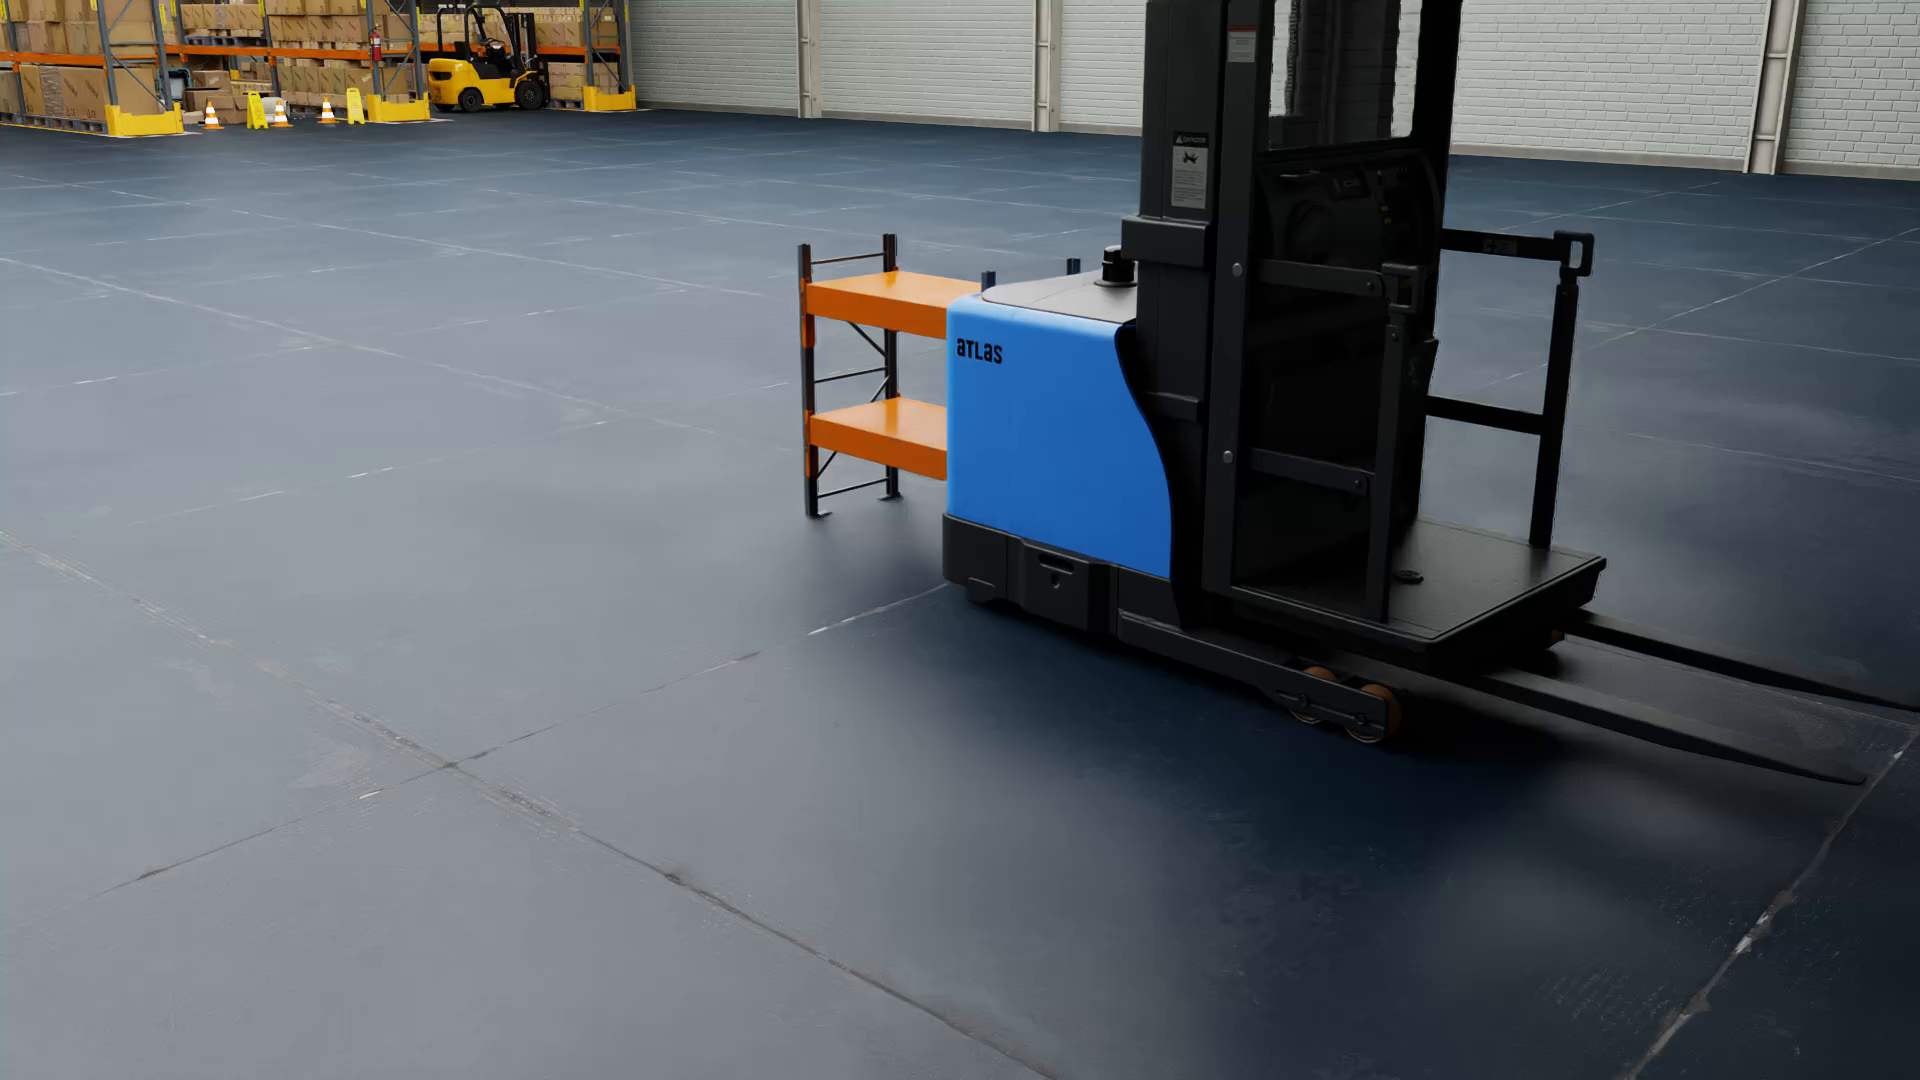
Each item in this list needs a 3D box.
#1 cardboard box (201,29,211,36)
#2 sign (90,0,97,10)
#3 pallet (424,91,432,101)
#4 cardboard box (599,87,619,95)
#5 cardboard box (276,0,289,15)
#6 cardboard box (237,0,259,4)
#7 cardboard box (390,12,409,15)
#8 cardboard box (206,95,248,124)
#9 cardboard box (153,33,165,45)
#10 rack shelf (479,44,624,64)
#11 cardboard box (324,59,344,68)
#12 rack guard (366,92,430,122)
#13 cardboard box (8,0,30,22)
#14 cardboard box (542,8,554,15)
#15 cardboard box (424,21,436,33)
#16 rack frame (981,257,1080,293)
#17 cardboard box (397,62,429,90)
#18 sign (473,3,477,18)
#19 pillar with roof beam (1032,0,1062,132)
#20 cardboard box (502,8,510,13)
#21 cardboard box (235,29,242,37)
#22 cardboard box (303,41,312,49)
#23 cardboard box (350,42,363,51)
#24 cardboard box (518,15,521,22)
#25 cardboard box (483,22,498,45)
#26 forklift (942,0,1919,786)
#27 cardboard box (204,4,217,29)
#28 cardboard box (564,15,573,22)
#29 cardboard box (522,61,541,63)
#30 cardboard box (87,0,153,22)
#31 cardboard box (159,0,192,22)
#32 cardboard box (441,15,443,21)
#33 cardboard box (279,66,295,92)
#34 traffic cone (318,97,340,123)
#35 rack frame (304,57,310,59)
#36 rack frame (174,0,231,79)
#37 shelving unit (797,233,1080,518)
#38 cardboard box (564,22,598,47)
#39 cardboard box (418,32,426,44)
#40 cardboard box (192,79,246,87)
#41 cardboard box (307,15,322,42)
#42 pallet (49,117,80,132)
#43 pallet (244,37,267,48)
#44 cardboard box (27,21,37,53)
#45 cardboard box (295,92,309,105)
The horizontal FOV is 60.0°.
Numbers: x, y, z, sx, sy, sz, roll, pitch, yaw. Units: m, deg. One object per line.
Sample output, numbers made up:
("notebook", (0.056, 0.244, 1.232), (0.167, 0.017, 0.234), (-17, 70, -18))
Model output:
("cardboard box", (-16.144, -10.969, 35.937), (0.250, 0.149, 0.380), (15, 23, 40))
("sign", (-14.416, -8.984, 27.655), (0.005, 0.325, 0.100), (15, 23, 39))
("pallet", (-12.029, -10.561, 39.540), (1.213, 0.211, 1.003), (15, 23, 39))
("cardboard box", (-7.781, -9.735, 36.180), (0.500, 0.250, 0.500), (15, 23, 39))
("cardboard box", (-13.274, -10.803, 33.384), (0.500, 0.500, 0.700), (15, 23, 40))
("cardboard box", (-14.846, -11.258, 34.704), (0.250, 0.149, 0.380), (14, 22, 38))
("cardboard box", (-13.808, -12.696, 40.798), (0.500, 0.500, 0.500), (16, 24, 42))
("cardboard box", (-13.829, -8.169, 31.521), (0.637, 0.503, 0.797), (0, 18, 2))
("cardboard box", (-17.762, -11.256, 37.368), (0.500, 0.250, 0.500), (16, 23, 40))
("rack shelf", (-9.039, -10.762, 36.752), (4.000, 0.370, 1.077), (15, 23, 39))
("cardboard box", (-12.308, -9.400, 32.812), (0.250, 0.149, 0.380), (16, 24, 42))
("rack guard", (-10.892, -8.403, 32.263), (0.348, 0.500, 1.175), (15, 23, 39))
("cardboard box", (-16.784, -9.746, 30.331), (0.550, 0.550, 0.875), (15, 23, 39))
("cardboard box", (-8.775, -11.409, 35.872), (0.250, 0.149, 0.380), (16, 23, 41))
("cardboard box", (-12.205, -12.025, 38.965), (0.500, 0.250, 0.500), (15, 23, 40))
("rack frame", (0.262, -0.465, 6.218), (0.500, 1.125, 0.032), (-17, 24, -42))
("cardboard box", (-13.069, -11.249, 40.330), (0.625, 0.625, 0.875), (16, 24, 41))
("sign", (-10.888, -11.896, 37.352), (0.005, 0.325, 0.100), (15, 23, 39))
("pillar with roof beam", (-1.348, -10.523, 24.892), (0.400, 9.000, 9.100), (15, 23, 39))
("cardboard box", (-9.917, -11.717, 36.845), (0.250, 0.149, 0.380), (16, 23, 40))
("cardboard box", (-14.990, -10.655, 34.946), (0.250, 0.149, 0.380), (15, 23, 40))
("cardboard box", (-12.854, -9.868, 33.162), (0.250, 0.149, 0.380), (15, 23, 40))
("cardboard box", (-11.520, -9.512, 32.040), (0.250, 0.149, 0.380), (15, 23, 39))
("cardboard box", (-9.533, -11.476, 36.576), (0.250, 0.149, 0.380), (14, 22, 38))
("cardboard box", (-10.376, -11.406, 37.426), (0.500, 0.500, 0.500), (14, 22, 38))
("forklift", (1.336, -0.990, 4.885), (3.031, 2.935, 1.130), (17, 24, 42))
("cardboard box", (-15.840, -11.224, 35.669), (0.500, 0.500, 0.500), (16, 23, 40))
("cardboard box", (-8.199, -11.111, 35.425), (0.250, 0.149, 0.380), (16, 23, 40))
("cardboard box", (-9.626, -10.502, 36.943), (0.500, 0.250, 0.500), (16, 24, 41))
("cardboard box", (-14.297, -9.108, 28.320), (0.550, 0.550, 0.875), (15, 23, 39))
("cardboard box", (-17.379, -11.754, 36.872), (0.500, 0.500, 0.500), (14, 23, 38))
("cardboard box", (-11.913, -12.131, 38.640), (0.250, 0.149, 0.380), (15, 23, 40))
("cardboard box", (-13.565, -9.450, 34.041), (0.500, 0.500, 0.500), (16, 24, 42))
("traffic cone", (-12.013, -8.165, 31.573), (0.334, 0.463, 0.336), (15, 23, 39))
("rack frame", (-16.518, -13.112, 42.970), (0.127, 3.000, 1.000), (15, 23, 39))
("rack frame", (-16.819, -11.186, 36.898), (0.127, 3.000, 1.000), (15, 23, 39))
("shelving unit", (-0.097, -0.574, 6.561), (0.538, 1.125, 1.048), (-17, 24, -42))
("cardboard box", (-8.086, -10.790, 35.487), (0.500, 0.500, 0.500), (14, 23, 38))
("cardboard box", (-12.594, -11.889, 39.364), (0.500, 0.250, 0.500), (14, 22, 38))
("cardboard box", (-16.403, -10.017, 36.868), (0.625, 0.372, 0.950), (13, 22, 36))
("cardboard box", (-12.534, -10.124, 32.897), (0.500, 0.500, 0.500), (15, 23, 40))
("pallet", (-15.603, -7.498, 29.888), (1.213, 0.211, 1.003), (15, 23, 39))
("pallet", (-14.302, -10.477, 34.984), (1.213, 0.211, 1.003), (15, 23, 39))
("cardboard box", (-16.327, -9.137, 30.195), (0.550, 0.550, 0.875), (15, 23, 39))
("cardboard box", (-13.158, -8.988, 33.824), (0.500, 0.250, 0.500), (17, 24, 42))
